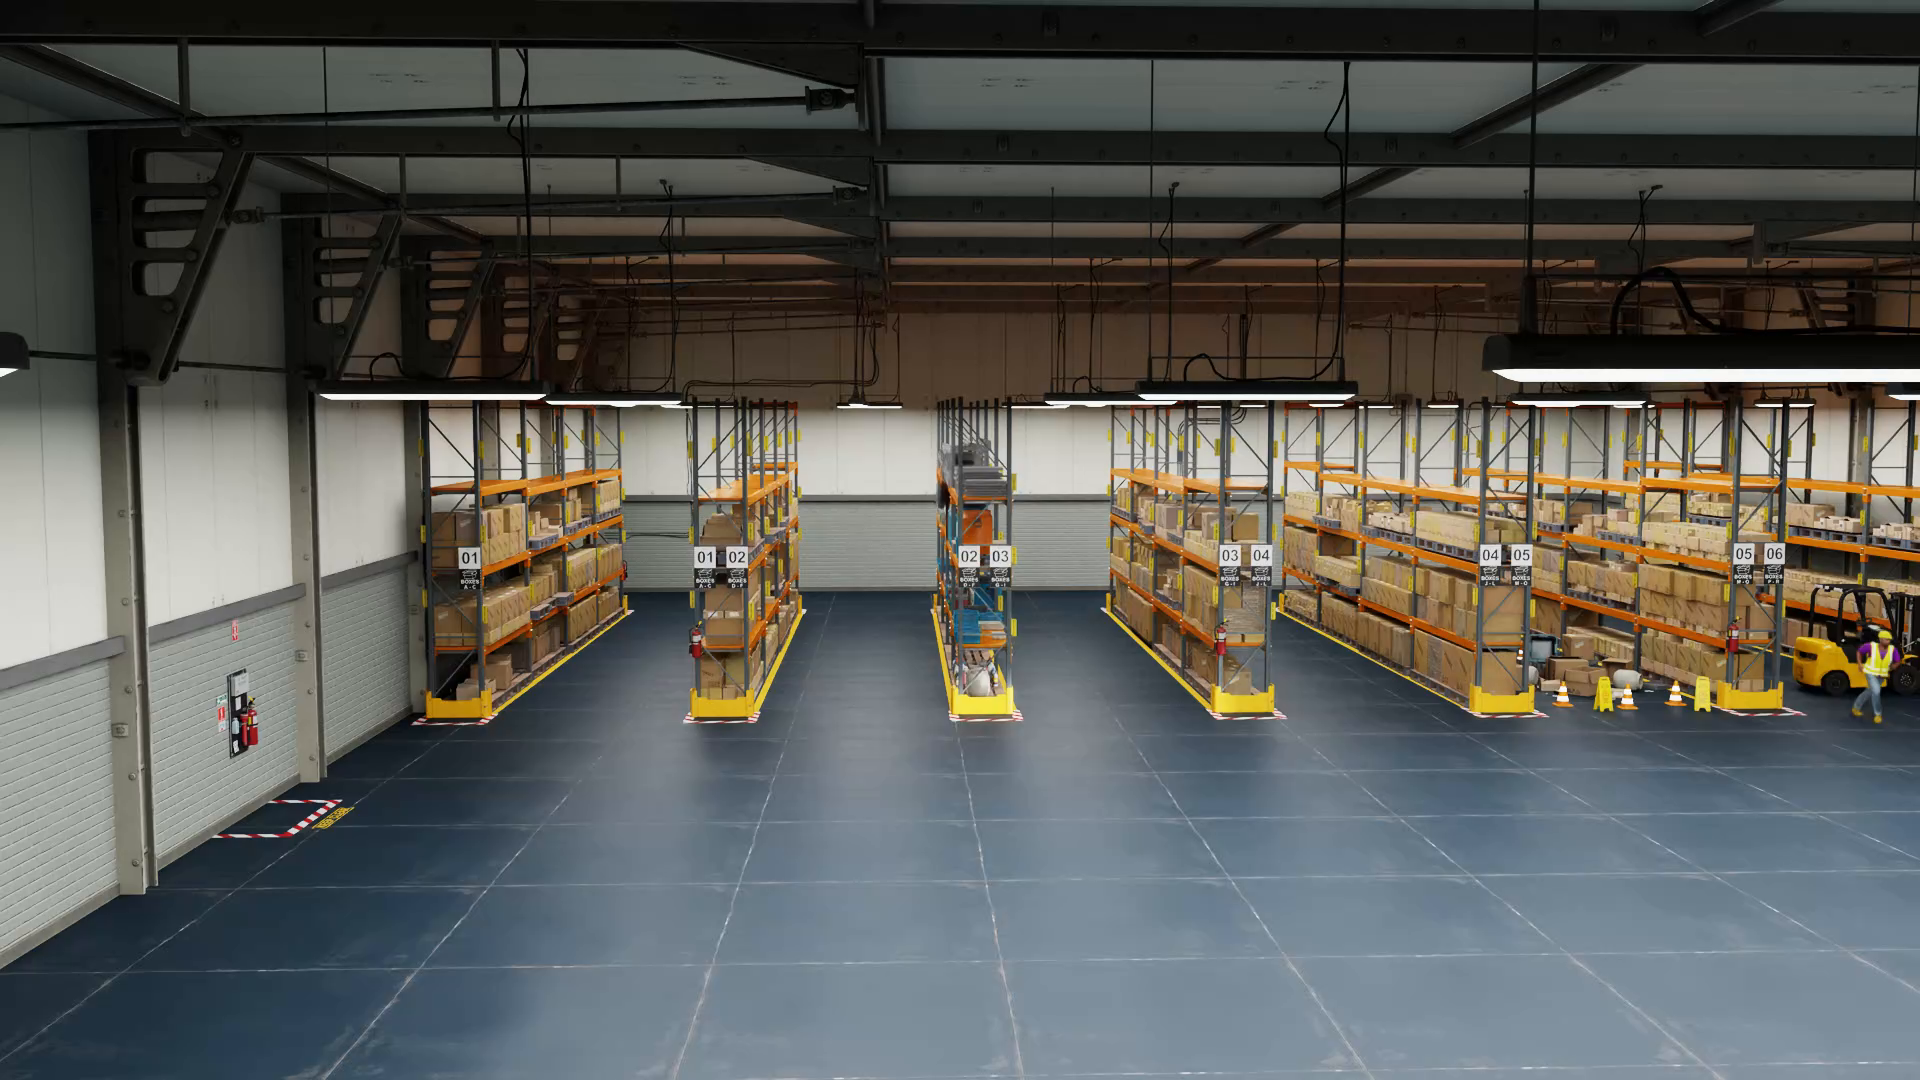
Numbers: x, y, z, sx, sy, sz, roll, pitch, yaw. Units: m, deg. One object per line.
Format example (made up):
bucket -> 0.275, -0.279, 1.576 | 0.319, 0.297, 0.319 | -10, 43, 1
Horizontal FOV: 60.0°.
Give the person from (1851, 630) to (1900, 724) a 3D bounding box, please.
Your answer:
person -> 16.909, 2.483, 30.689 | 0.636, 1.697, 0.942 | 0, 4, -2
